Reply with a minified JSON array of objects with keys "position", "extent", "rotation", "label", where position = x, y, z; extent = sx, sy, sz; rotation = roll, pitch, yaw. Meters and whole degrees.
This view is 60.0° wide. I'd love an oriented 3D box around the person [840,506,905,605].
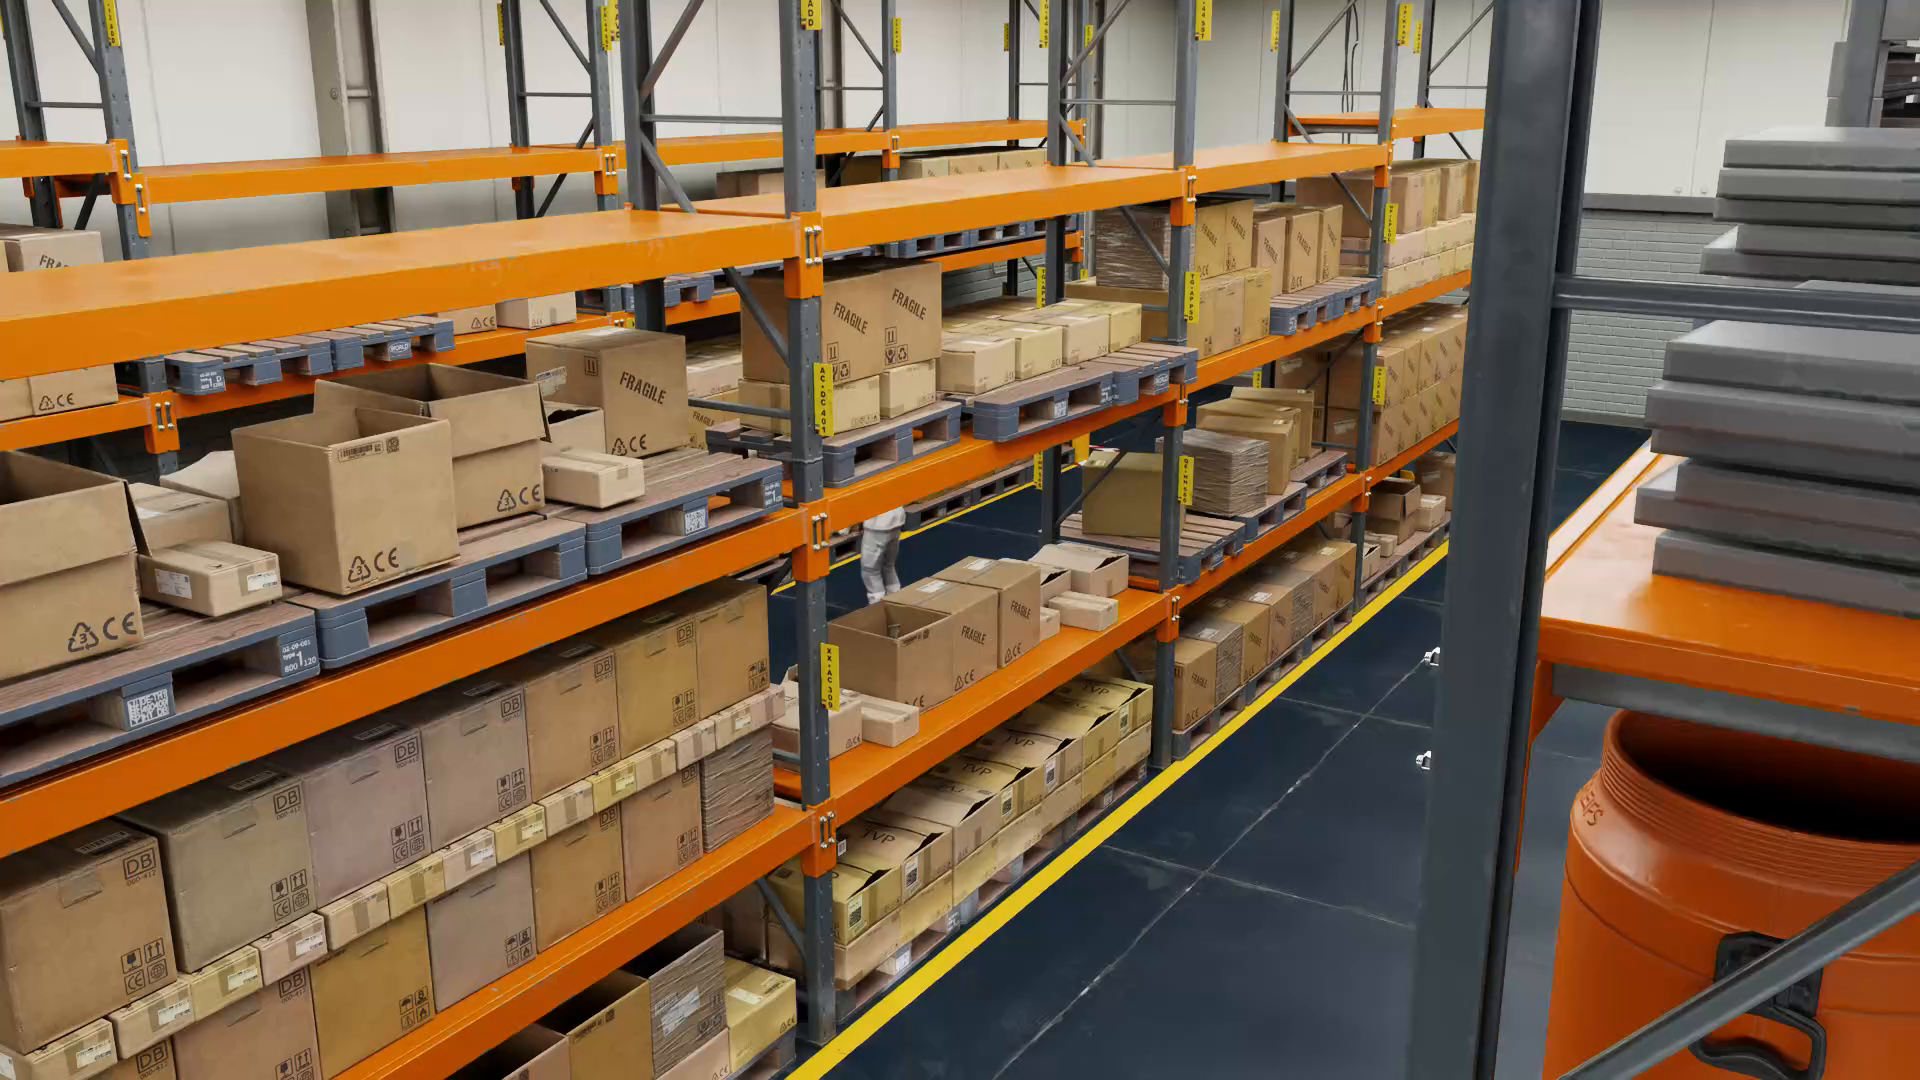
[{"position":[-0.778,-0.111,14.401],"extent":[0.580,1.772,0.491],"rotation":[9,18,29],"label":"person"}]
